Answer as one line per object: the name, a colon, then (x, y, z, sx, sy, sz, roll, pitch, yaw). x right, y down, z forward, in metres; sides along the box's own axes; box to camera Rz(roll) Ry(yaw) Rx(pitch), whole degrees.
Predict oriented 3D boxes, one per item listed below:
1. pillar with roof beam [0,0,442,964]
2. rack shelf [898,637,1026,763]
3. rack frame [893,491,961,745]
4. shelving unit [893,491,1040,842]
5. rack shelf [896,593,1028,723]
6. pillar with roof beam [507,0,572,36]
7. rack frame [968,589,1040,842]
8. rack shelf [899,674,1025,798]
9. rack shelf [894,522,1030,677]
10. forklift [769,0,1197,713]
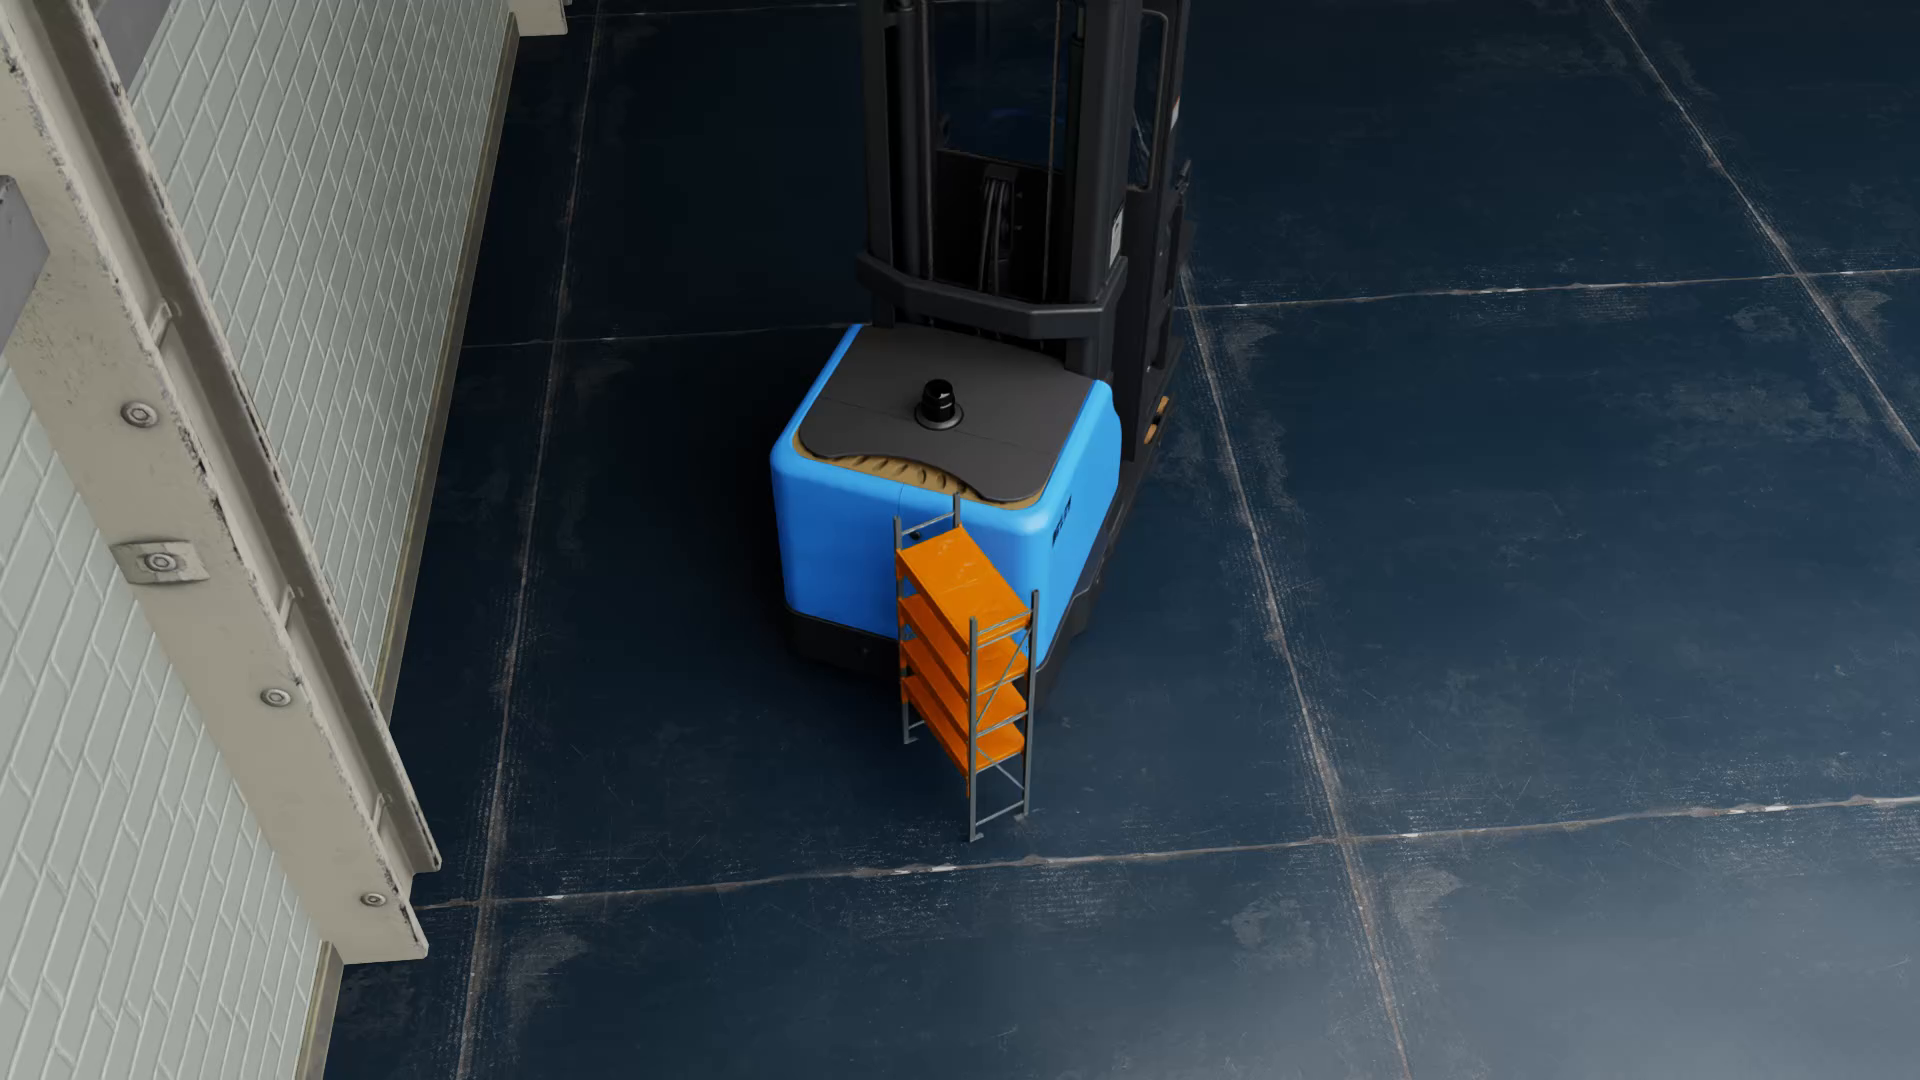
pillar with roof beam: (2.335, -2.092, 2.670, 9.100, 9.000, 0.400, -3, 47, -3)
rack shelf: (0.015, 0.501, 5.679, 0.258, 0.148, 0.480, -23, 51, -20)
rack frame: (-0.106, 0.301, 5.775, 0.240, 1.200, 0.015, -23, 51, -20)
shelving unit: (0.015, 0.455, 5.630, 0.258, 1.200, 0.503, -23, 51, -20)
rack shelf: (0.015, 0.347, 5.516, 0.258, 0.148, 0.480, -23, 51, -20)
pillar with roof beam: (1.833, -6.433, 6.781, 9.100, 9.000, 0.400, -3, 47, -3)
rack frame: (0.136, 0.608, 5.484, 0.240, 1.200, 0.015, -23, 51, -20)
rack shelf: (0.015, 0.637, 5.823, 0.258, 0.148, 0.480, -23, 51, -20)
rack shelf: (0.015, 0.184, 5.344, 0.258, 0.148, 0.480, -23, 51, -20)
forklift: (0.307, -1.446, 6.237, 1.130, 2.935, 3.031, 15, 48, 14)
